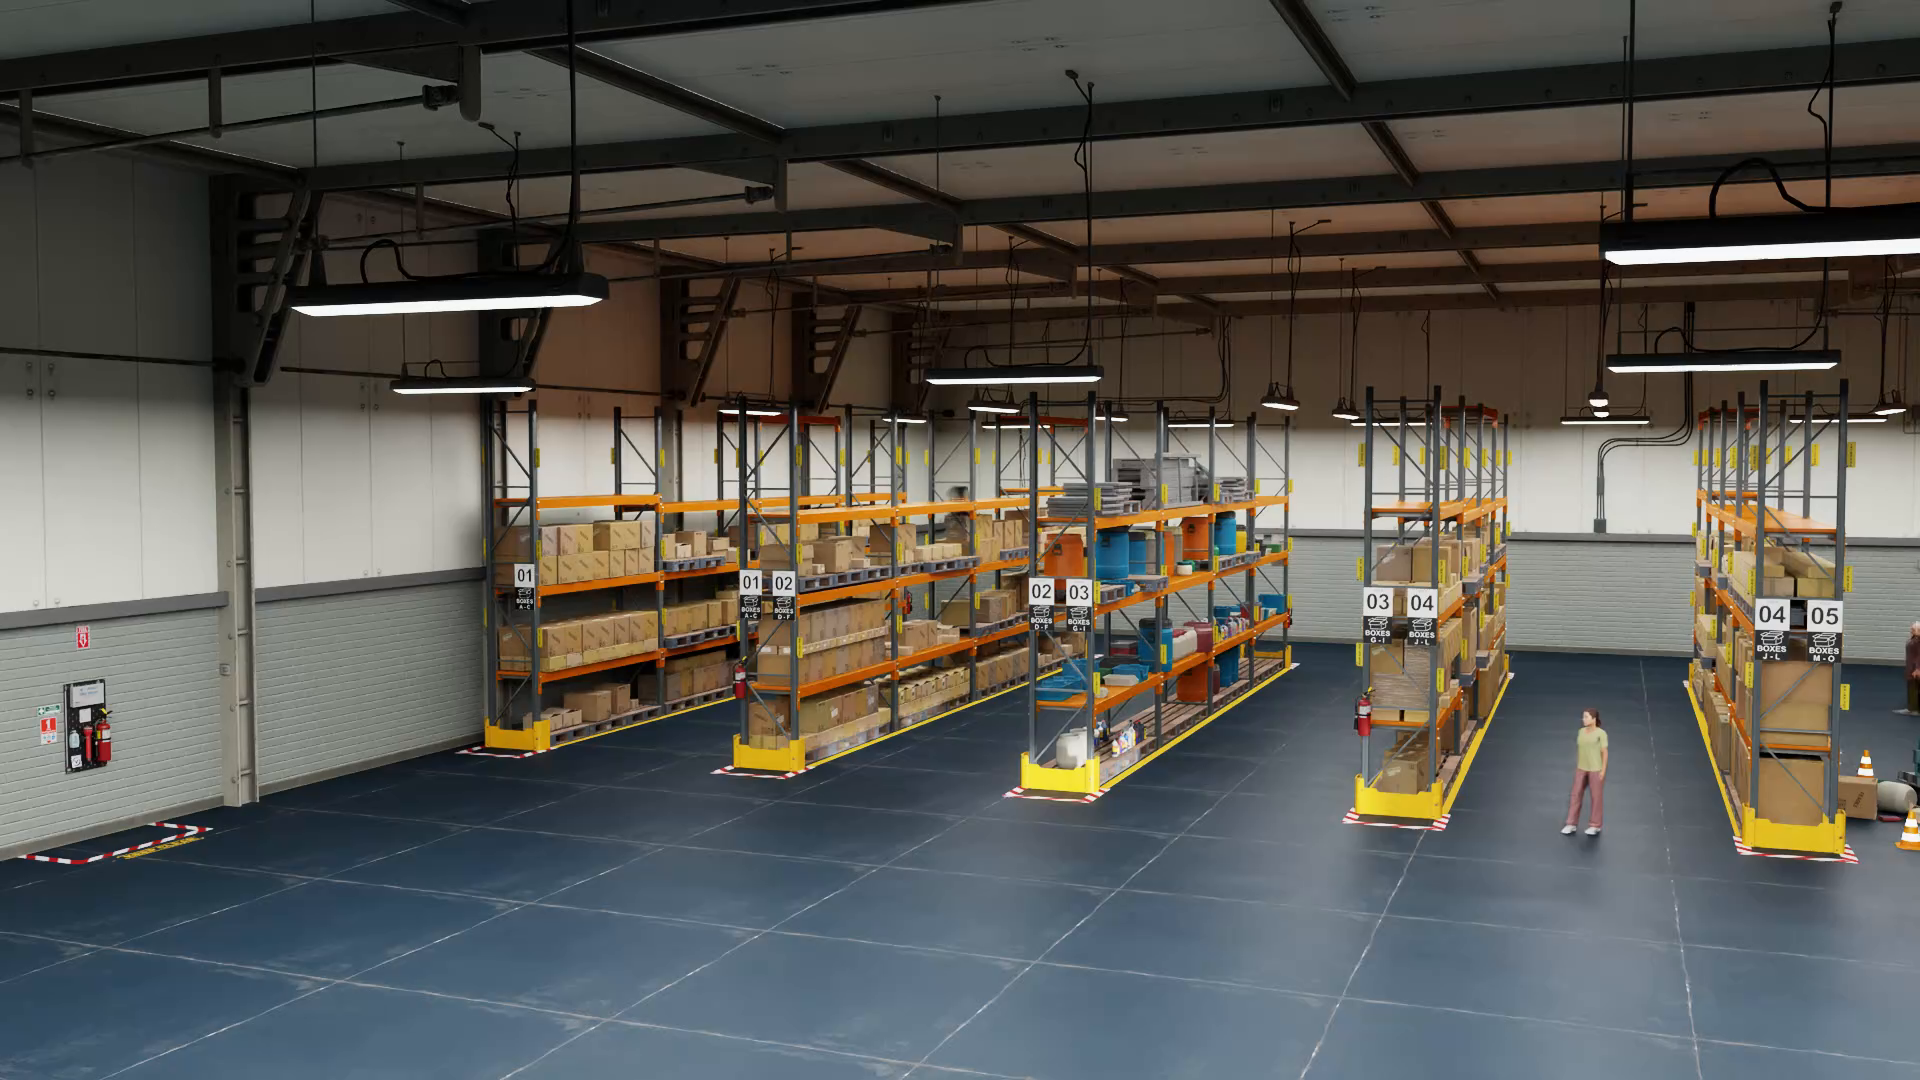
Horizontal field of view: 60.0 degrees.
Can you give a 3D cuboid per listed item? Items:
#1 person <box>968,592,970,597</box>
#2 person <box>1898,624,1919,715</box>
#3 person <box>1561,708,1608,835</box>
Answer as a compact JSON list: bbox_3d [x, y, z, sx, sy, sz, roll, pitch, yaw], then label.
[{"bbox_3d":[0.324,2.127,41.738,0.495,1.677,0.513,-2,4,-40],"label":"person"},{"bbox_3d":[18.632,2.516,32.436,0.477,1.780,0.600,3,4,43],"label":"person"},{"bbox_3d":[8.313,3.075,22.095,0.555,1.681,0.459,-2,4,-38],"label":"person"}]
